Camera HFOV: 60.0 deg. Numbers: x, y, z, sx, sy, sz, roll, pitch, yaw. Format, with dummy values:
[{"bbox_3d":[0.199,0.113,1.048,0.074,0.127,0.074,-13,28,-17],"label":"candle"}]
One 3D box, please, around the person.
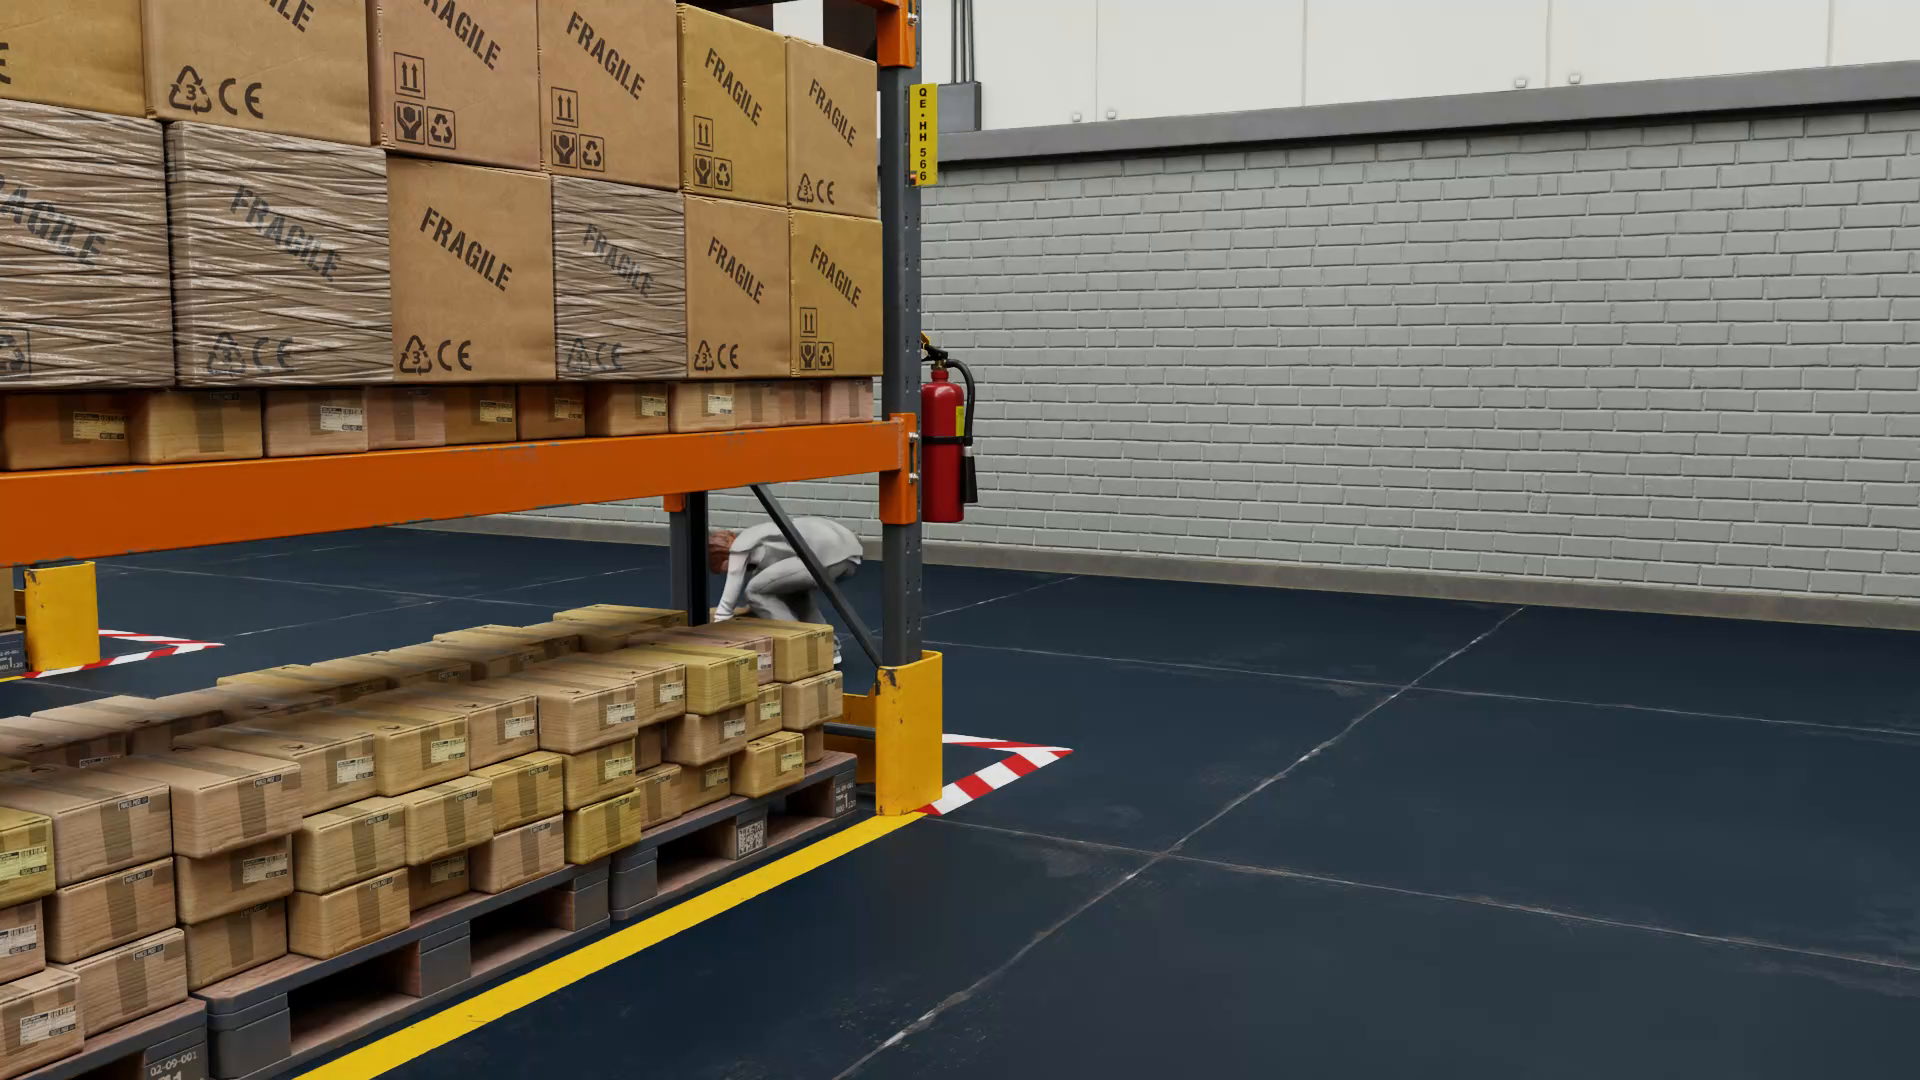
[{"bbox_3d":[-0.892,0.263,8.201,0.873,0.768,0.427,3,7,27],"label":"person"}]
